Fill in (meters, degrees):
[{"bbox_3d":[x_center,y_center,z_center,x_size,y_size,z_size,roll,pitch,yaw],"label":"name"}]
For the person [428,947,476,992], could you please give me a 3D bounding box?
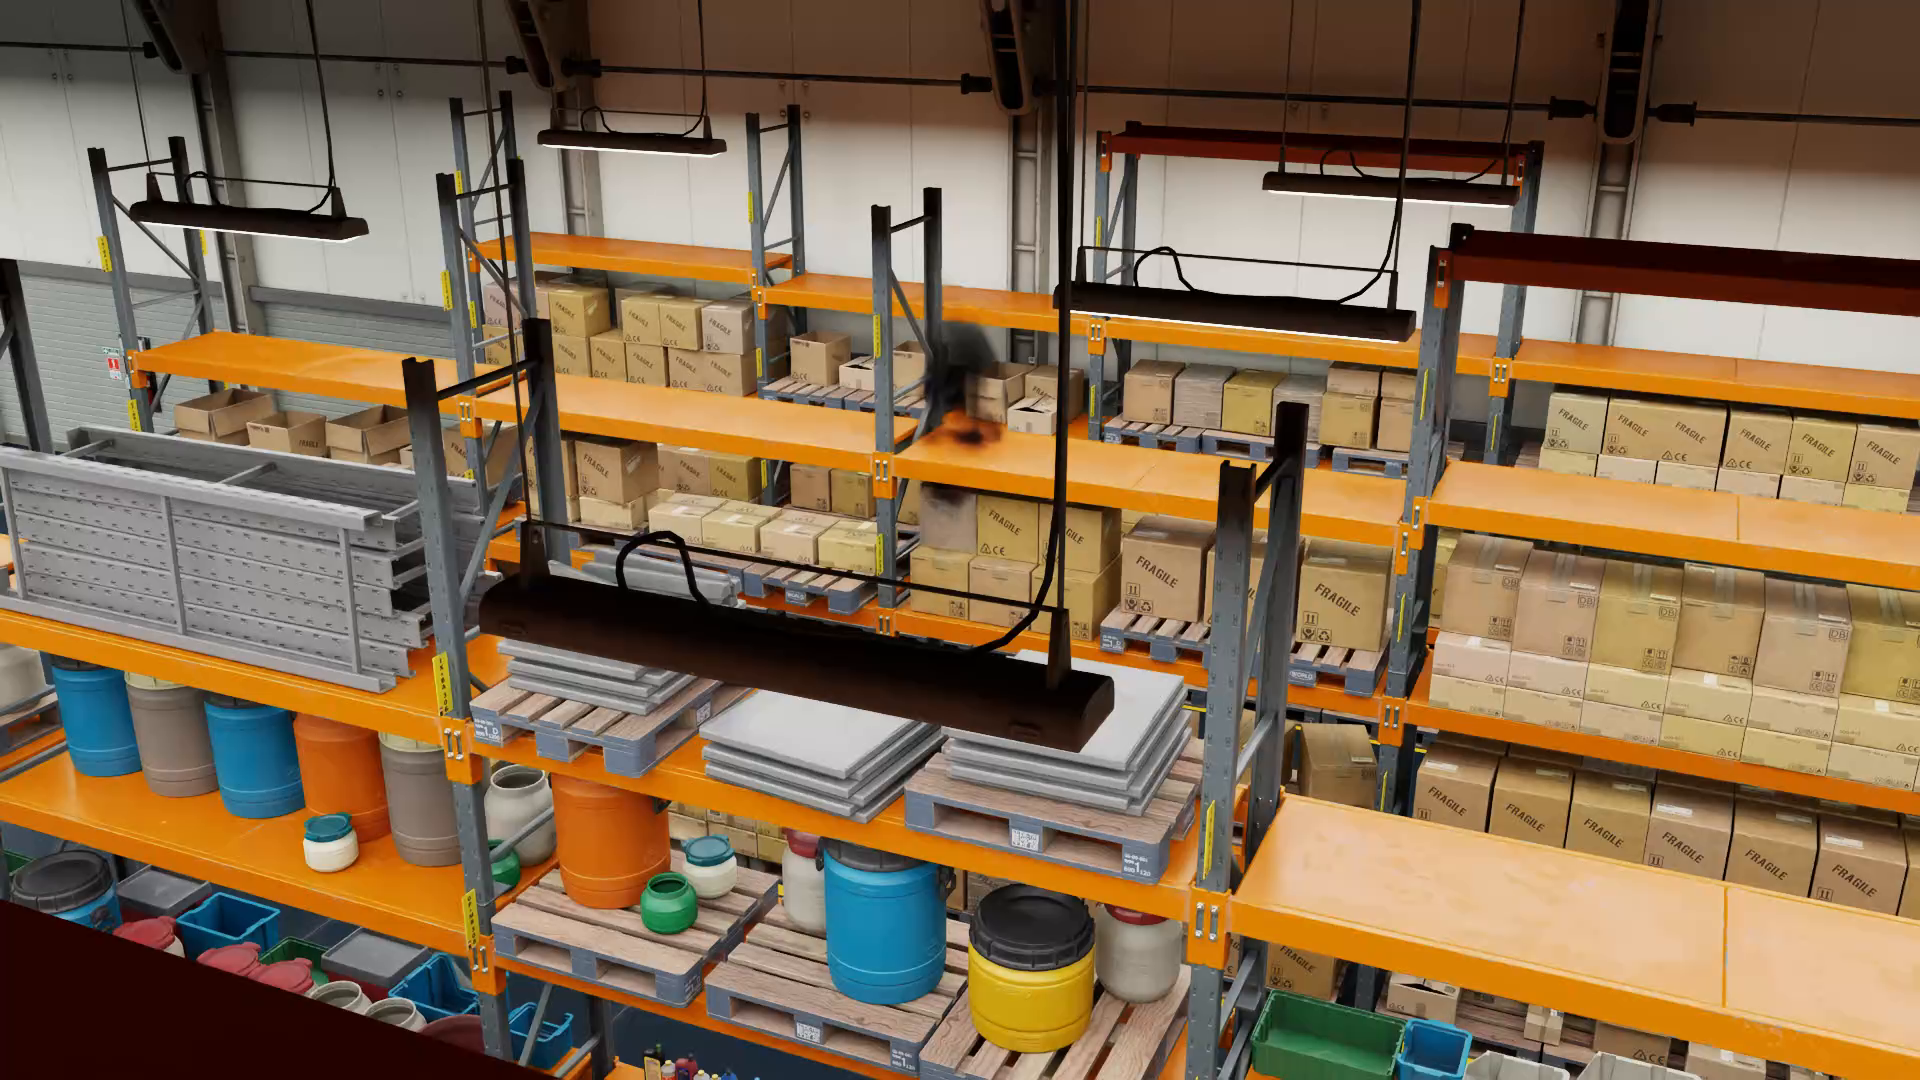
[{"bbox_3d":[-4.159,2.838,12.819,0.799,1.605,0.561,4,21,11],"label":"person"}]
